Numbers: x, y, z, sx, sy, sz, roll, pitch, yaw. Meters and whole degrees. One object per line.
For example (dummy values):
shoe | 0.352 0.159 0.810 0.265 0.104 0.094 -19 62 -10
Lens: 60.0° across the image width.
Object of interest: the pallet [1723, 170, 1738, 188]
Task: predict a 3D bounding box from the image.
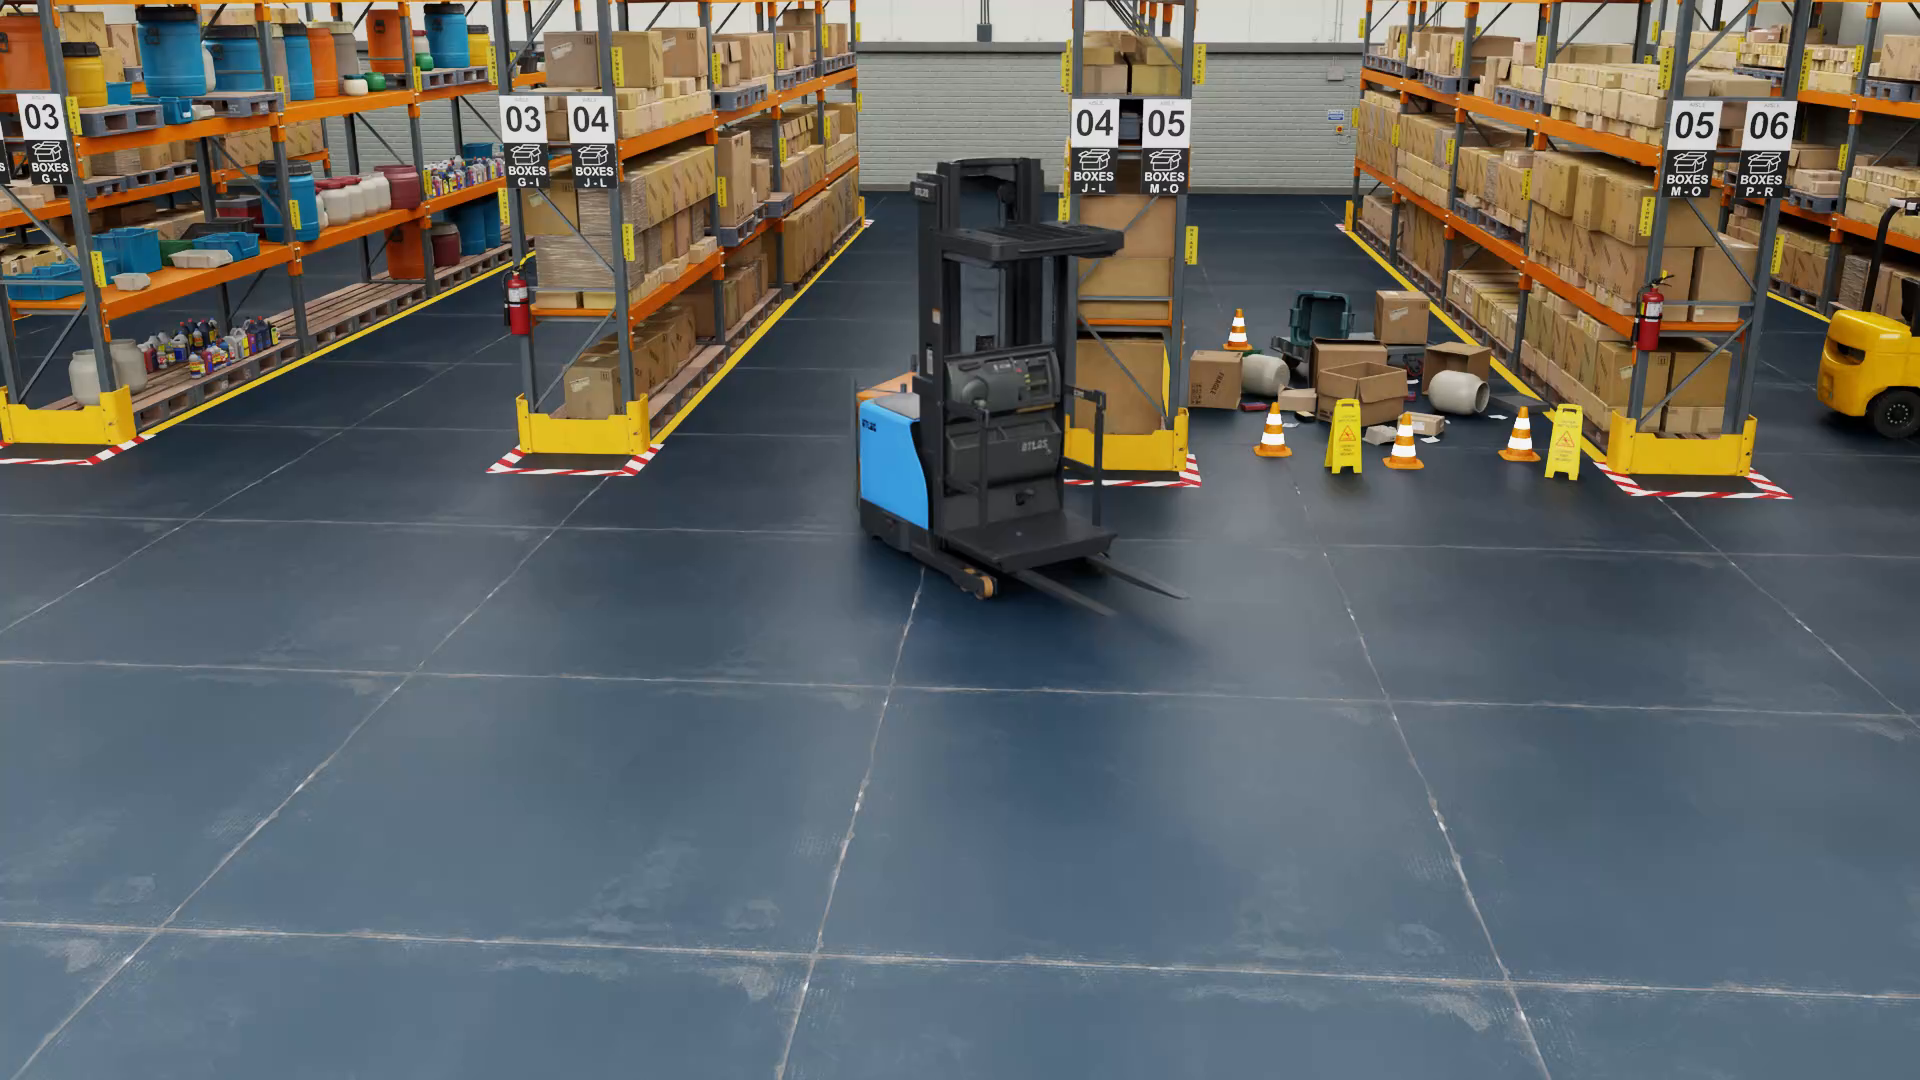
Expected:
pallet | 12.034 -5.310 24.619 1.003 0.211 1.213 1 18 4

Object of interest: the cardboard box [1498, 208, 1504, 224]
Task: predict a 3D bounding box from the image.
cardboard box | 6.470 -3.759 19.308 0.380 0.149 0.250 1 18 4

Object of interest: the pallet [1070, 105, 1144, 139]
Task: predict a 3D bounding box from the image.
pallet | 1.487 -3.722 14.791 1.003 0.211 1.213 1 18 4

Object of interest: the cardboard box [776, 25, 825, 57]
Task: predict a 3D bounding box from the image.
cardboard box | -2.597 -8.109 27.040 0.700 0.500 0.500 2 18 7

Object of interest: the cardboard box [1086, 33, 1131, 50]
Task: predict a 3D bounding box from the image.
cardboard box | 2.062 -7.033 23.911 0.797 0.503 0.637 1 18 3

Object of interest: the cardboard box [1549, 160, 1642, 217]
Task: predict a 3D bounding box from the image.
cardboard box | 6.306 -3.490 16.514 0.700 0.500 0.500 1 18 3

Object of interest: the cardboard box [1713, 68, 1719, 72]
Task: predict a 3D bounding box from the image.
cardboard box | 12.002 -7.306 25.990 0.380 0.149 0.250 1 18 4

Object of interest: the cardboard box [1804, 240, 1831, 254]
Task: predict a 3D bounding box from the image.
cardboard box | 11.684 -3.969 22.516 0.380 0.149 0.250 0 18 1

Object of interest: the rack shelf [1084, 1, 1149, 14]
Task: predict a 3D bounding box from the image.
rack shelf | 2.161 -7.533 23.259 1.077 0.370 4.000 1 18 4

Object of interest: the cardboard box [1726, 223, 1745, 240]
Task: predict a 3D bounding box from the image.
cardboard box | 11.941 -4.513 25.219 0.500 0.500 0.500 2 18 6

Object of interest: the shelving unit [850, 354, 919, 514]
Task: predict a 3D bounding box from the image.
shelving unit | -0.418 -0.869 13.768 0.538 1.125 1.048 9 20 25

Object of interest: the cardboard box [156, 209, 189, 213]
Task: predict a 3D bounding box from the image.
cardboard box | -12.794 -5.076 26.906 0.500 0.500 0.500 0 18 1

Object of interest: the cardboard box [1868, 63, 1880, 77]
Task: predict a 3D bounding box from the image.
cardboard box | 11.585 -5.864 20.726 0.380 0.166 0.250 1 18 4

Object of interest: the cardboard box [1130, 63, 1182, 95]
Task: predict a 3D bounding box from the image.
cardboard box | 1.734 -3.995 14.409 0.500 0.250 0.500 1 18 4

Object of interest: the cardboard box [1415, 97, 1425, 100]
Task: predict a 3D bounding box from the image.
cardboard box | 7.572 -7.077 26.897 0.380 0.149 0.250 1 18 4

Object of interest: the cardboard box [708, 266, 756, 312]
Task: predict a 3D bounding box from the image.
cardboard box | -3.012 -3.199 21.177 0.700 0.500 0.500 3 18 9

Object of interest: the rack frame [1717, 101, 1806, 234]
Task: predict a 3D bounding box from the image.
rack frame | 12.200 -5.647 25.339 1.000 3.000 0.127 1 18 4

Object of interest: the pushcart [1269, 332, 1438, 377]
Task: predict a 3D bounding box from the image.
pushcart | 4.397 -2.061 18.607 1.648 0.377 0.936 -5 19 -15

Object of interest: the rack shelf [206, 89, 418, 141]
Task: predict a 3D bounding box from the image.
rack shelf | -8.006 -5.308 20.644 1.077 0.370 4.000 1 18 4

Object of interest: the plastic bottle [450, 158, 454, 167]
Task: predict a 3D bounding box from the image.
plastic bottle | -8.038 -5.887 26.259 0.061 0.283 0.133 1 18 4

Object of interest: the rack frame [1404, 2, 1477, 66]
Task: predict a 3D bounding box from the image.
rack frame | 7.249 -8.607 24.739 1.000 3.000 0.127 1 18 4

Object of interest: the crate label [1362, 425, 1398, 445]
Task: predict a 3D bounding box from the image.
crate label | 3.995 -0.996 15.743 0.250 0.136 0.298 -9 20 -25

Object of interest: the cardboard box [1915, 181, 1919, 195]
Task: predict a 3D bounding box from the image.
cardboard box | 11.433 -4.110 19.448 0.380 0.149 0.250 1 18 2

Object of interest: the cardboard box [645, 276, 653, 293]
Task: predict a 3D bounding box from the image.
cardboard box | -3.171 -2.447 15.977 0.380 0.149 0.250 1 18 4

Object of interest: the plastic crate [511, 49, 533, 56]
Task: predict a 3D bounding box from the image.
plastic crate | -7.673 -8.258 28.590 0.504 0.338 0.767 1 18 4

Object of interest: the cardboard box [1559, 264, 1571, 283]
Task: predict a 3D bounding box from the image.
cardboard box | 6.231 -2.665 16.641 0.380 0.149 0.250 1 18 4

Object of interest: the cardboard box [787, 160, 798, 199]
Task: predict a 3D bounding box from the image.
cardboard box | -2.582 -5.088 23.473 0.500 0.500 0.500 1 18 2

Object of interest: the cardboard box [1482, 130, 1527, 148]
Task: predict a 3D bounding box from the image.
cardboard box | 7.241 -5.184 22.161 0.500 0.500 0.500 1 18 2

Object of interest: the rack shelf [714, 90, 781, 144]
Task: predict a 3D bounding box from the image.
rack shelf | -3.066 -5.198 20.306 1.077 0.370 4.000 1 18 4

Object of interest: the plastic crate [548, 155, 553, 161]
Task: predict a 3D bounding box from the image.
plastic crate | -7.181 -6.636 28.530 0.416 0.233 0.300 1 18 4

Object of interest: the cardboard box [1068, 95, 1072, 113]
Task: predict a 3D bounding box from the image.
cardboard box | 1.130 -3.772 14.370 0.380 0.149 0.250 1 18 4

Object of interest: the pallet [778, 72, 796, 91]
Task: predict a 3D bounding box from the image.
pallet | -2.929 -6.272 22.733 1.213 0.211 1.003 2 18 6

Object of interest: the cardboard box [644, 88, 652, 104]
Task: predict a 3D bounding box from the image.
cardboard box | -3.123 -4.192 15.684 0.380 0.149 0.250 1 18 4

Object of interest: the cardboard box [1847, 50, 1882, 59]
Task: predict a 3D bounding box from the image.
cardboard box | 11.767 -6.282 21.583 0.380 0.149 0.250 1 18 2

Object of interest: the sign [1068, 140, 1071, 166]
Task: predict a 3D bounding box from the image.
sign | 1.475 -5.115 21.983 0.100 0.325 0.005 1 18 4

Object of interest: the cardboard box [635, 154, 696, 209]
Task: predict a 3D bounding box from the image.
cardboard box | -3.039 -3.700 17.155 0.500 0.500 0.500 1 18 4

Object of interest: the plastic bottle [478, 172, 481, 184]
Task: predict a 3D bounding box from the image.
plastic bottle | -7.335 -5.516 25.257 0.097 0.201 0.097 0 18 0

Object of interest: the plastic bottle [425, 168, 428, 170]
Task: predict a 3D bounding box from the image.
plastic bottle | -7.978 -5.433 24.893 0.097 0.271 0.097 0 18 0

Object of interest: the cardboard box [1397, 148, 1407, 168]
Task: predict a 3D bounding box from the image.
cardboard box | 6.936 -5.792 25.221 0.500 0.250 0.500 1 18 2

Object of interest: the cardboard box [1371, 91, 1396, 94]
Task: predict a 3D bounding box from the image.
cardboard box | 7.286 -7.642 28.621 0.380 0.149 0.250 2 18 5

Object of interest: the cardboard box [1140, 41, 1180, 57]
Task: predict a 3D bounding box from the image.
cardboard box | 1.914 -4.690 15.891 0.380 0.149 0.250 2 18 5

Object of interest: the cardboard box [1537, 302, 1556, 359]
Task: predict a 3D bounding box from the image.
cardboard box | 6.337 -2.177 17.287 0.500 0.500 0.500 2 18 6

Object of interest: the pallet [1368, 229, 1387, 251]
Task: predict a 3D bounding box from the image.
pallet | 7.466 -5.046 27.982 1.003 0.211 1.213 1 18 4

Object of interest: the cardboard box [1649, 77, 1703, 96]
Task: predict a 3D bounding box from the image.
cardboard box | 6.175 -3.905 14.330 0.380 0.149 0.250 2 18 5

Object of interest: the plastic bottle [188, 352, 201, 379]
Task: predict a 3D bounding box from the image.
plastic bottle | -7.996 -1.830 17.365 0.097 0.271 0.097 0 18 0

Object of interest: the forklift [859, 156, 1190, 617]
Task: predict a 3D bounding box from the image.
forklift | 0.431 -1.141 11.699 1.130 2.935 3.031 -11 21 -31

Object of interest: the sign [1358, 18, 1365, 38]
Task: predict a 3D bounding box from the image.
sign | 6.982 -8.891 28.893 0.100 0.325 0.005 1 18 4

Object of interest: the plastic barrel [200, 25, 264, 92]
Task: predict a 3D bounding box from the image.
plastic barrel | -8.330 -5.430 19.055 0.600 0.901 0.708 1 18 4

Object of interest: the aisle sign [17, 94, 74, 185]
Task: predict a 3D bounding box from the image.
aisle sign | -8.149 -3.568 14.819 0.394 0.787 0.004 1 18 4

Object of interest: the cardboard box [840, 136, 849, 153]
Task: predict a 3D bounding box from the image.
cardboard box | -2.192 -6.818 28.676 0.500 0.250 0.500 1 18 2

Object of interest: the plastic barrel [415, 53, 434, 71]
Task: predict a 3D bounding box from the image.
plastic barrel | -7.558 -6.721 23.375 0.294 0.245 0.294 0 18 0

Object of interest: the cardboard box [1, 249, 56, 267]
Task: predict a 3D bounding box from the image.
cardboard box | -12.626 -3.787 22.505 0.500 0.311 0.500 1 18 3

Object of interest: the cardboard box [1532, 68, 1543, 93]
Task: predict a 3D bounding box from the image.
cardboard box | 6.572 -5.010 18.145 0.500 0.250 0.500 1 18 3

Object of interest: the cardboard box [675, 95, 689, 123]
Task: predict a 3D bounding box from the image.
cardboard box | -3.061 -4.379 16.894 0.500 0.250 0.500 1 18 4

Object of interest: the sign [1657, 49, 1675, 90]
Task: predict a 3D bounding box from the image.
sign | 5.836 -3.894 13.751 0.100 0.325 0.005 1 18 4

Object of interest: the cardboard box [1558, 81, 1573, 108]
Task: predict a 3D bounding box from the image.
cardboard box | 6.343 -4.476 16.713 0.500 0.250 0.500 1 18 3
